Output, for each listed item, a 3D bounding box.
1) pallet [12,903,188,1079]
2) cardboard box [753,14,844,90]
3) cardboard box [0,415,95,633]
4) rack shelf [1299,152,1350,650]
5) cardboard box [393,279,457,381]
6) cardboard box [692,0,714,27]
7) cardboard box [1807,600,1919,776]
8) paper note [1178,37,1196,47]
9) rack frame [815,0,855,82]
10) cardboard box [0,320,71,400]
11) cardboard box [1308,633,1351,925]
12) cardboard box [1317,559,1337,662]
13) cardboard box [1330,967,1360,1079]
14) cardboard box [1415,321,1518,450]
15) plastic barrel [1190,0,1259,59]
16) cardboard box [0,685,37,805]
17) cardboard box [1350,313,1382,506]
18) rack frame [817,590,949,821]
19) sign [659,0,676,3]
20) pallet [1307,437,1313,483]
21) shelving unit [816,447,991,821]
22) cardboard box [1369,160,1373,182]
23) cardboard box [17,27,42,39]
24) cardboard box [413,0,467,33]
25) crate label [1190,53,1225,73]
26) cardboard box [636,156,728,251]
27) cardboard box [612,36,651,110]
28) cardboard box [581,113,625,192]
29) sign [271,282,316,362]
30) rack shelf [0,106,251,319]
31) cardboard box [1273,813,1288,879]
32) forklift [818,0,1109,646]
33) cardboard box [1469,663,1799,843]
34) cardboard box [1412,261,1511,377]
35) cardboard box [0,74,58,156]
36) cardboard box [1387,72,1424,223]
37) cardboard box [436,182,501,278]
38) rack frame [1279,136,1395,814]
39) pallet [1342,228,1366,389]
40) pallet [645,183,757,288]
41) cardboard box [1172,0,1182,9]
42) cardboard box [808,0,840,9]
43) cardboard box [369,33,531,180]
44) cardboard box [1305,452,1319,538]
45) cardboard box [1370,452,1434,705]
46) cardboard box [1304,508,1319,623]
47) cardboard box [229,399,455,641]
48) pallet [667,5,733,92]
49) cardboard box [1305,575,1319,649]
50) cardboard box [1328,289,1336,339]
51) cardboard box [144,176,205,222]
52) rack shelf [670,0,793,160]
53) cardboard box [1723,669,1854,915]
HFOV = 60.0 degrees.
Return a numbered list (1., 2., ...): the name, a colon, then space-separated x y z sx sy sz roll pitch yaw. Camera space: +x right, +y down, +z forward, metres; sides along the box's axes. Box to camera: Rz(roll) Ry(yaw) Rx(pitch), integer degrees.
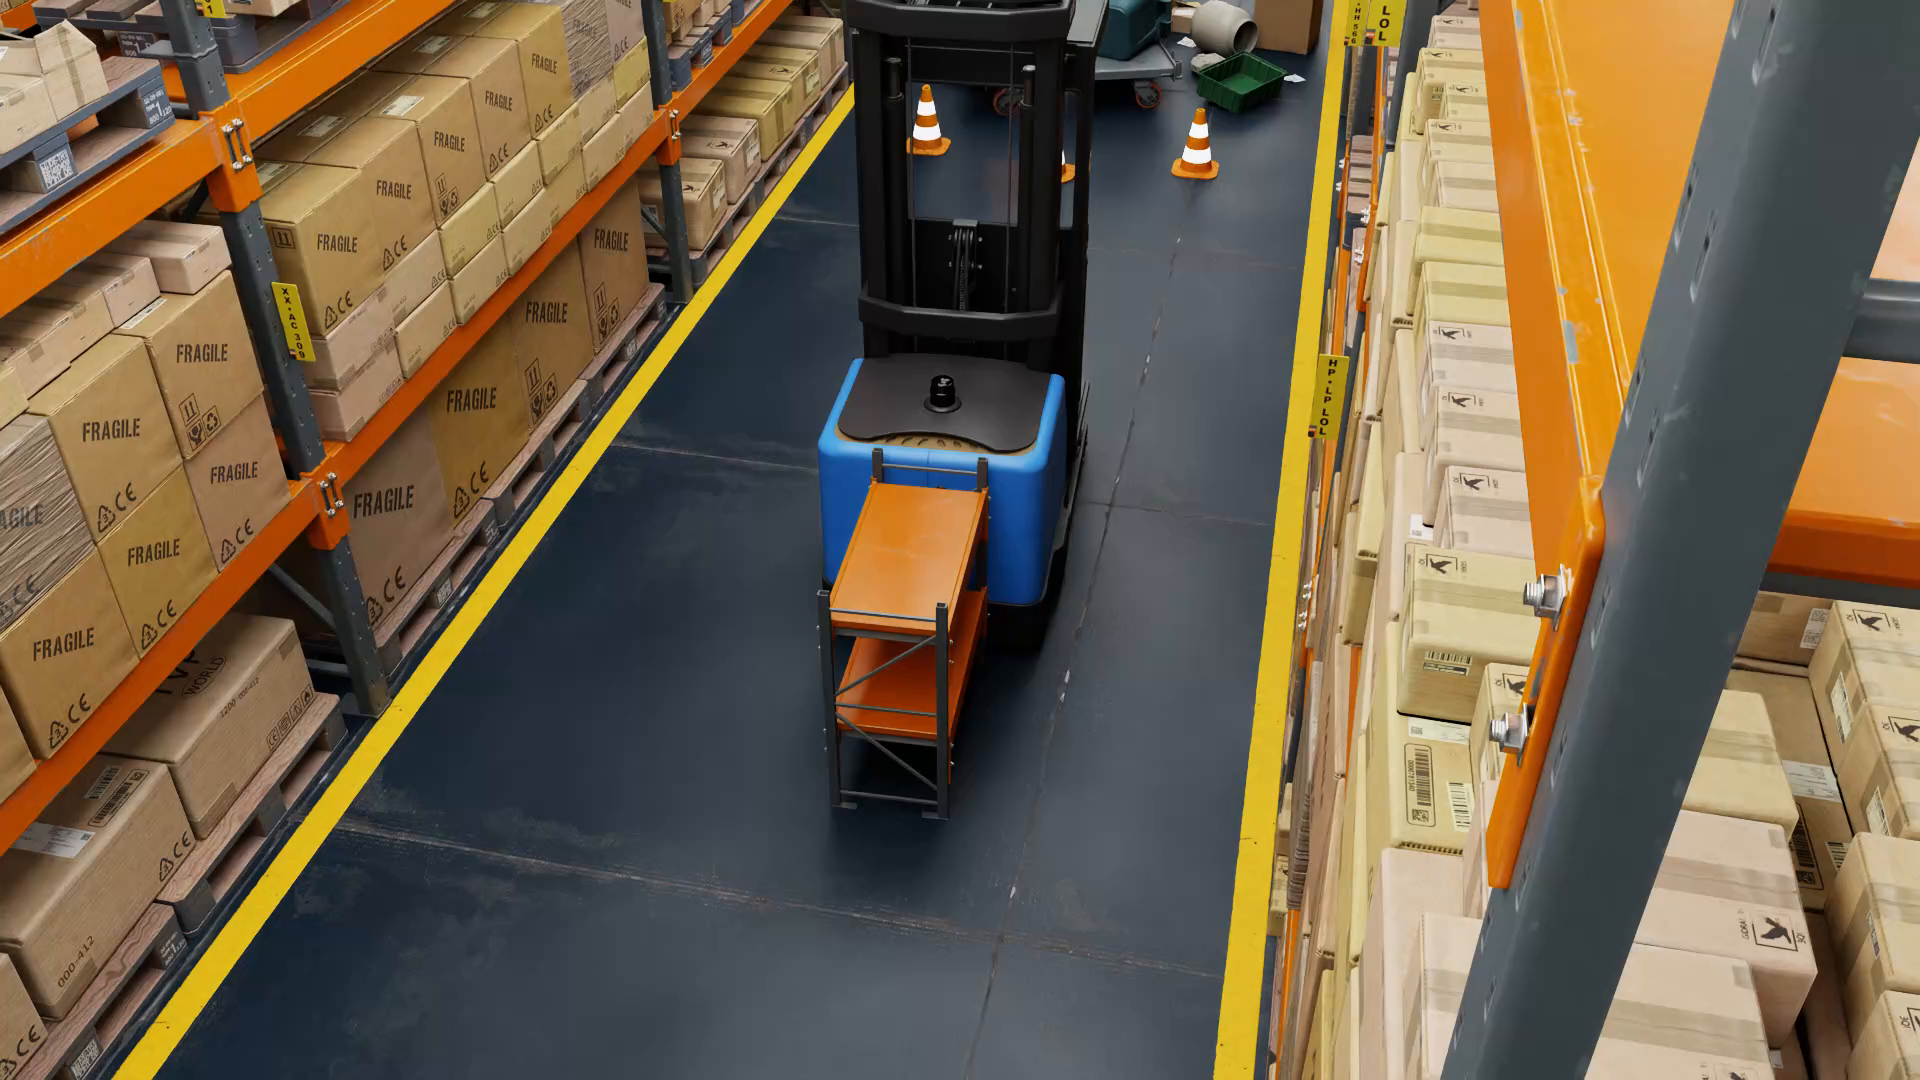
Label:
1. pallet: -3.561 1.748 5.929 1.003 0.211 1.213 7 37 10
2. cardboard box: -1.465 -3.901 13.227 0.950 0.372 0.625 8 37 11
3. cardboard box: -3.111 -0.066 5.119 0.500 0.500 0.500 8 37 11
4. rack shelf: 2.220 -0.802 7.684 1.077 0.370 4.000 7 37 10
5. cardboard box: -2.603 -0.964 7.423 0.500 0.250 0.500 6 36 9
6. cardboard box: -1.762 -3.343 10.432 0.380 0.149 0.250 5 36 7
7. cardboard box: 1.484 0.242 2.436 0.380 0.149 0.250 8 37 11
8. paper note: 2.004 -4.336 14.483 0.172 0.023 0.155 20 41 26
9. rack frame: -1.355 -5.096 12.995 1.000 3.000 0.127 7 37 10
10. cardboard box: -3.081 -0.574 5.266 0.380 0.149 0.250 7 37 10
11. cardboard box: 1.114 0.594 3.954 0.500 0.500 0.500 6 36 8
12. cardboard box: 1.343 0.429 5.033 0.500 0.500 0.500 7 37 10
13. cardboard box: 0.778 0.899 2.296 0.500 0.250 0.500 7 36 9
14. cardboard box: 1.073 -0.278 3.154 0.380 0.149 0.250 6 36 9
15. plastic barrel: 2.246 -4.333 14.137 0.421 0.421 0.512 -24 42 -30
16. cardboard box: -3.238 0.632 5.007 0.500 0.500 0.500 8 37 12
17. cardboard box: 1.208 -0.284 3.927 0.500 0.250 0.500 9 37 12
18. rack frame: -0.295 0.678 6.626 0.500 1.125 0.032 6 36 8
19. sign: -1.667 -3.203 9.397 0.100 0.325 0.005 7 37 10
20. pallet: 2.479 -0.663 9.255 1.003 0.211 1.213 7 37 10
21. shelving unit: -0.212 0.384 7.032 0.538 1.125 1.048 6 36 8
22. cardboard box: 2.297 -1.923 8.474 0.380 0.149 0.250 9 37 12
23. cardboard box: -6.781 -3.362 12.269 0.875 0.625 0.625 8 37 11
24. cardboard box: -2.776 -2.415 8.359 0.500 0.500 0.500 8 37 11
25. crate label: 2.079 -3.958 13.865 0.298 0.136 0.250 -17 39 -22
26. cardboard box: -2.079 -2.231 10.924 0.950 0.372 0.625 5 36 7
27. cardboard box: -2.065 -2.635 9.301 0.500 0.250 0.500 7 37 10
28. cardboard box: -2.158 -2.124 9.023 0.500 0.250 0.500 8 37 11
29. sign: -2.522 -0.823 6.295 0.100 0.325 0.005 7 37 10
30. rack shelf: -3.491 -0.286 4.415 1.077 0.370 4.000 7 37 10
31. cardboard box: 1.402 1.206 6.371 0.380 0.149 0.250 6 36 8
32. forklift: 0.101 -1.551 8.163 1.130 2.935 3.031 5 36 7
33. cardboard box: 0.925 0.325 2.322 0.380 0.149 0.250 6 36 9
34. cardboard box: 1.124 -0.429 3.362 0.380 0.149 0.250 6 36 9
35. cardboard box: -2.944 -1.275 4.938 0.380 0.149 0.250 8 37 11
36. cardboard box: 1.456 -1.057 4.568 0.500 0.250 0.500 8 37 11
37. cardboard box: -2.477 -1.456 7.675 0.500 0.250 0.500 8 37 11
38. rack frame: 1.793 0.053 5.890 1.000 3.000 0.127 7 37 10
39. pallet: 2.265 -1.022 7.538 1.003 0.211 1.213 7 37 10
40. pallet: -2.041 -2.121 11.267 1.003 0.211 1.213 7 37 10
41. cardboard box: 1.597 -5.054 15.064 0.797 0.503 0.637 -17 39 -22
42. cardboard box: -0.966 -4.760 13.878 0.500 0.500 0.500 9 37 12
43. cardboard box: -2.394 -2.050 7.856 0.500 0.500 0.500 7 36 9
44. cardboard box: 1.929 -0.148 7.941 0.500 0.500 0.500 7 36 9
45. cardboard box: 1.009 0.108 2.961 0.500 0.250 0.500 8 37 11
46. cardboard box: 1.705 0.133 6.914 0.500 0.250 0.500 6 36 9
47. cardboard box: -3.010 -0.184 7.671 0.875 0.875 0.875 8 37 11
48. pallet: -2.162 -3.147 10.469 1.213 0.211 1.003 7 37 10
49. cardboard box: 1.413 0.276 5.797 0.380 0.149 0.250 9 37 12
50. cardboard box: 2.156 -1.046 8.540 0.500 0.250 0.500 7 37 9
51. cardboard box: -3.214 -1.242 6.741 0.500 0.500 0.500 8 37 11
52. rack shelf: -1.783 -3.658 11.624 1.077 0.370 4.000 7 37 10
53. cardboard box: 1.397 0.472 2.459 0.500 0.250 0.500 7 36 9
